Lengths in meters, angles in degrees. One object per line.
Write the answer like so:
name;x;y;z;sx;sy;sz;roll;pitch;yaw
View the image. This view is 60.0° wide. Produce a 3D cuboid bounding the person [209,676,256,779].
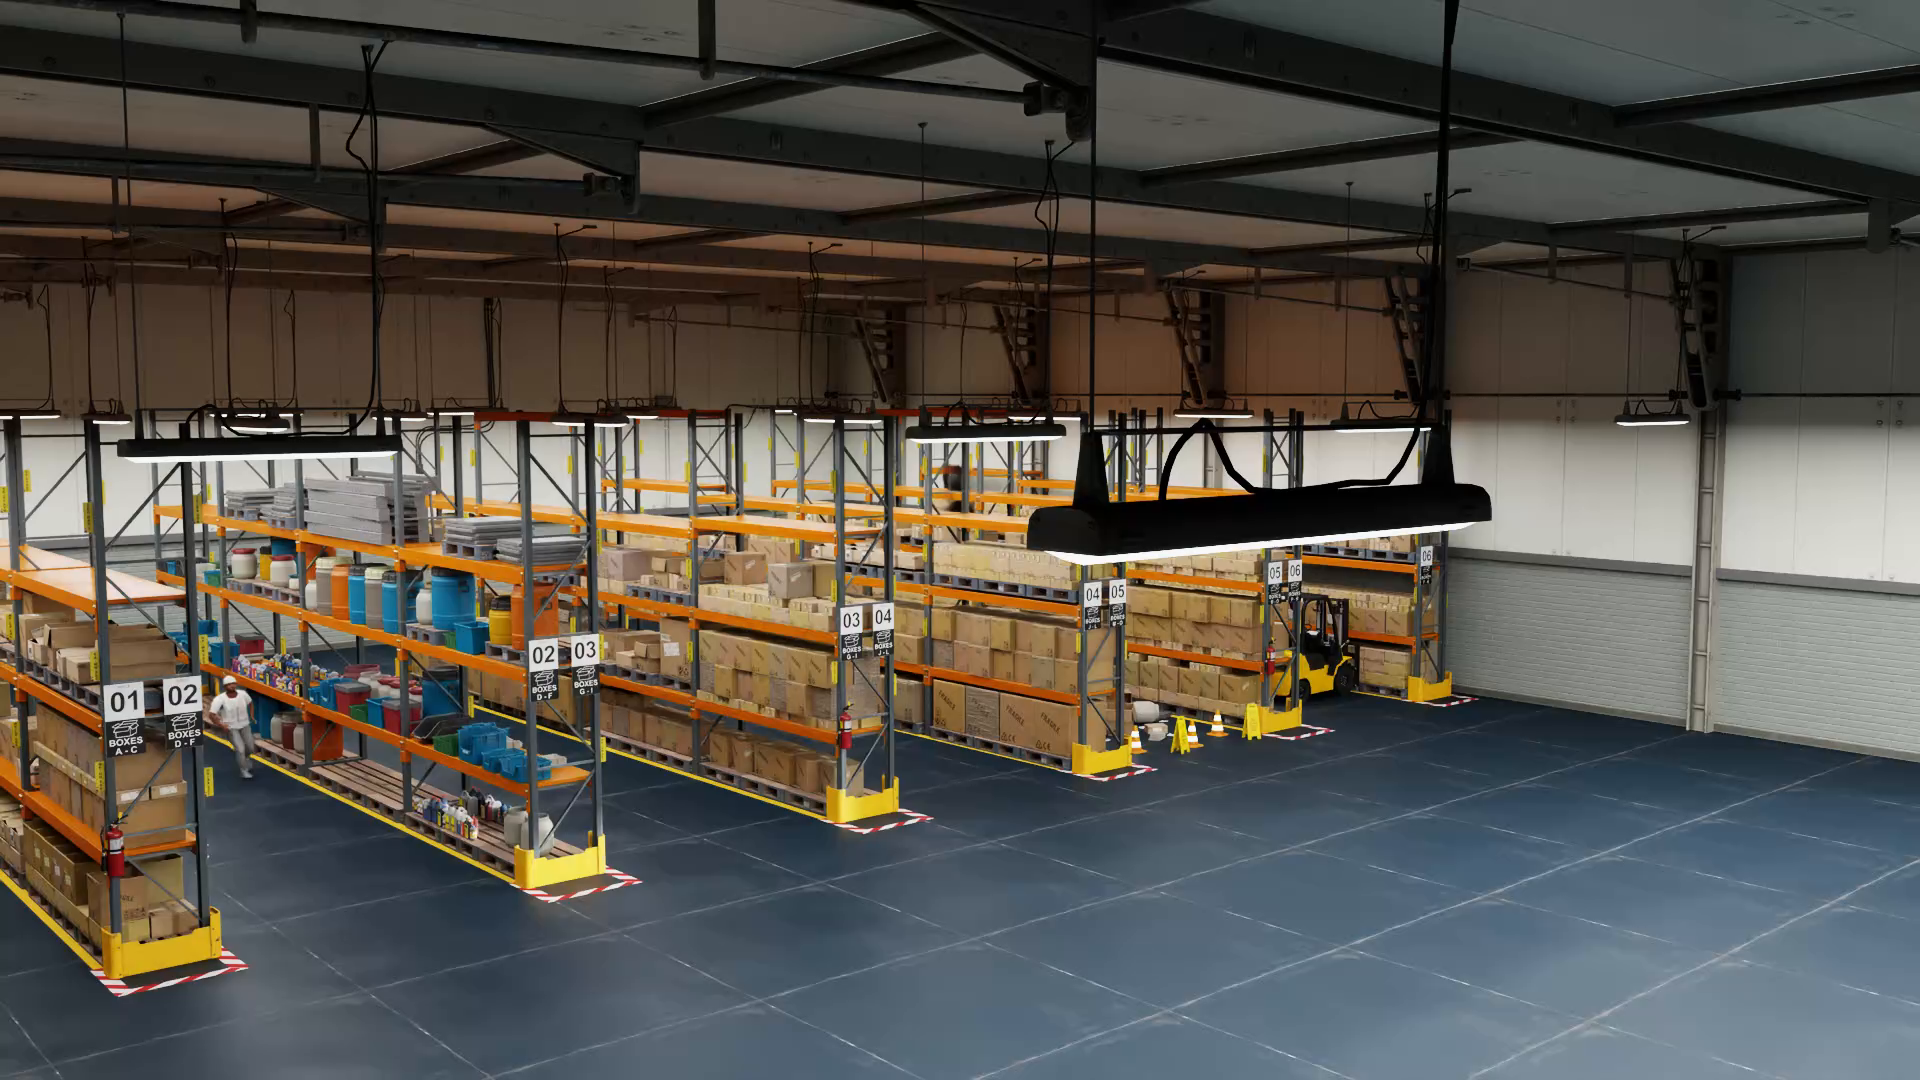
person;-11.979;3.077;27.395;0.755;1.723;0.571;-4;7;-41
